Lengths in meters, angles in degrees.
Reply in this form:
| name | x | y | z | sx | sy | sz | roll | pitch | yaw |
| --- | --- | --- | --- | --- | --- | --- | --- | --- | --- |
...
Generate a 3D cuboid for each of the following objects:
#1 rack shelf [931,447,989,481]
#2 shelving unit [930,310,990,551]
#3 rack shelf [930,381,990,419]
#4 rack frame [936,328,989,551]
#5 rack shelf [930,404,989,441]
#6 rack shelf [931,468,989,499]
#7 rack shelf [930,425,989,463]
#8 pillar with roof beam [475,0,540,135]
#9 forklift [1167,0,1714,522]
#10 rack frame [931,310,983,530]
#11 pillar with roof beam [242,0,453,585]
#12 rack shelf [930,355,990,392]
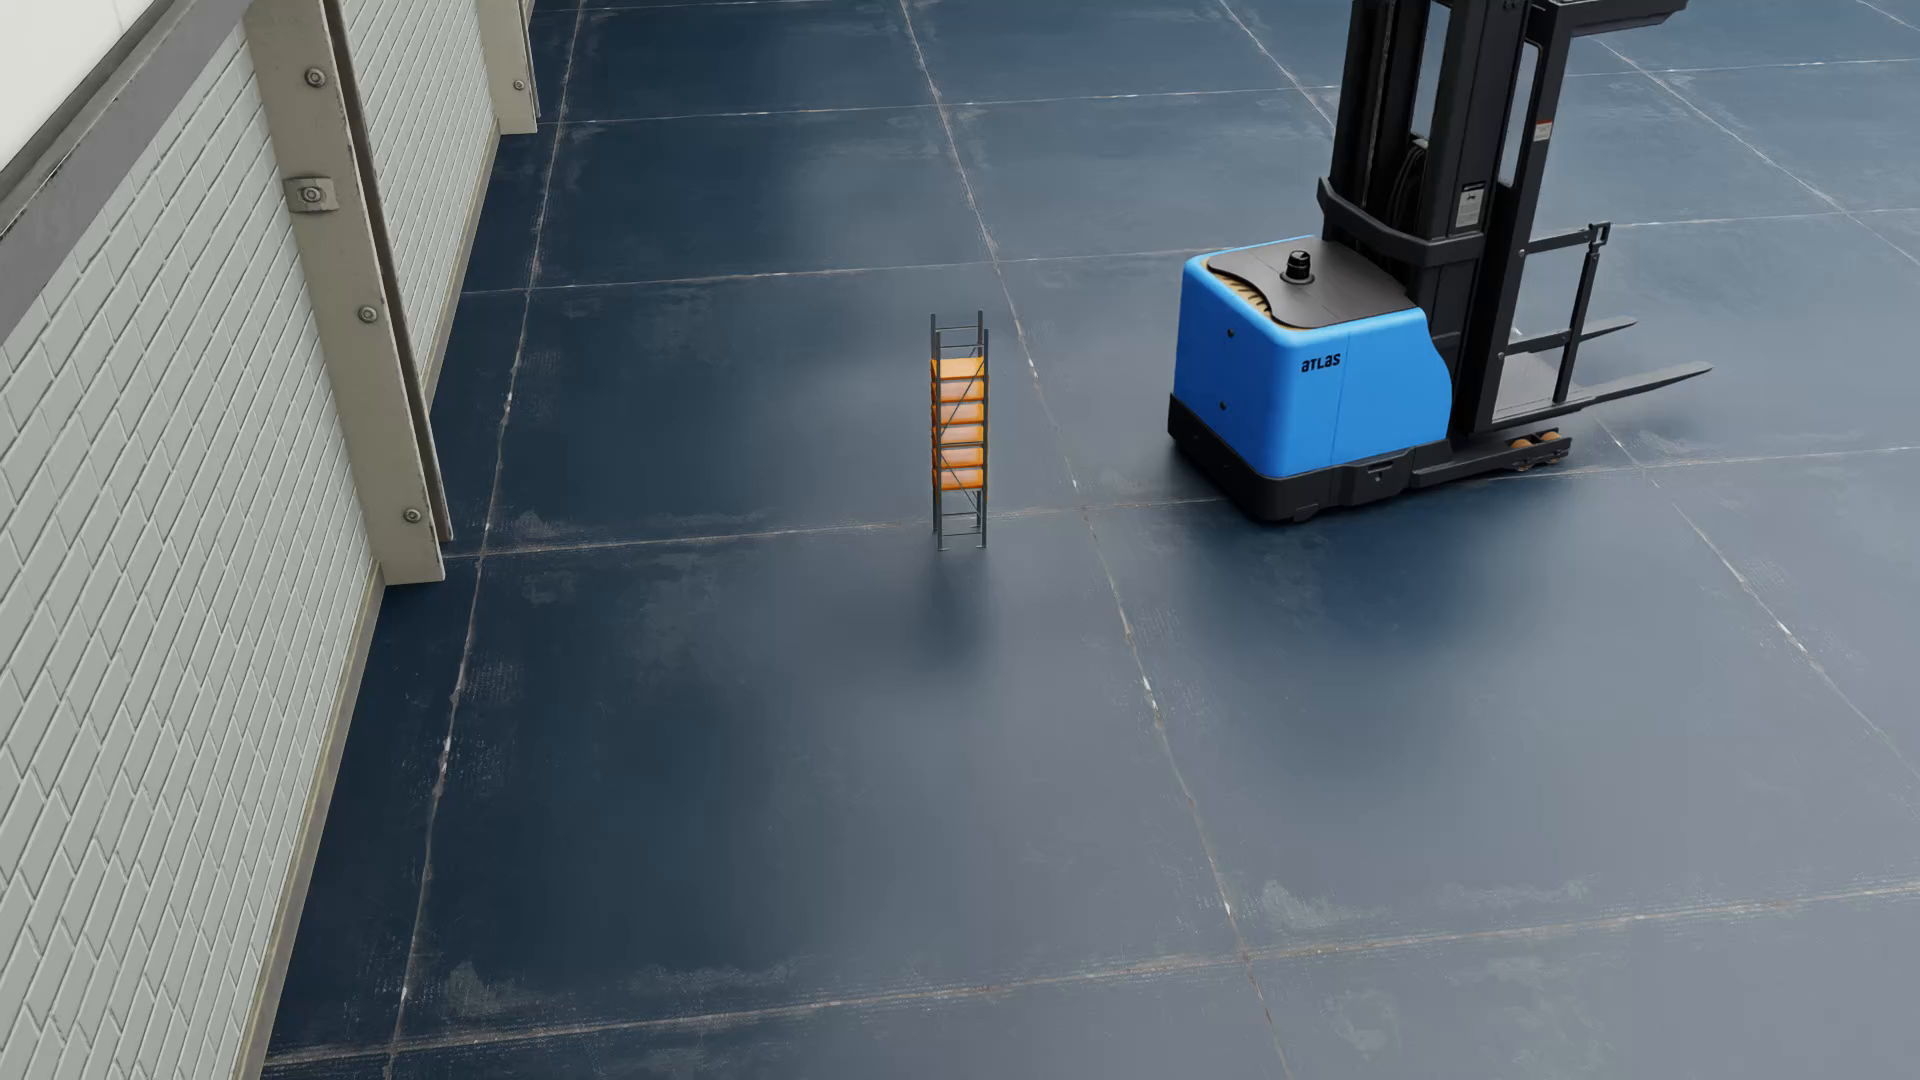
| name | x | y | z | sx | sy | sz | roll | pitch | yaw |
| --- | --- | --- | --- | --- | --- | --- | --- | --- | --- |
| rack shelf | -0.002 | -0.368 | 8.017 | 0.258 | 0.103 | 0.180 | -4 | 35 | -6 |
| shelving unit | -0.002 | -0.504 | 7.924 | 0.258 | 1.200 | 0.189 | -4 | 35 | -6 |
| rack shelf | -0.002 | -0.665 | 7.814 | 0.258 | 0.103 | 0.180 | -4 | 35 | -6 |
| rack frame | 0.010 | -0.453 | 7.849 | 0.240 | 1.200 | 0.006 | -4 | 35 | -6 |
| rack shelf | -0.002 | -0.566 | 7.881 | 0.258 | 0.103 | 0.180 | -4 | 35 | -6 |
| rack shelf | -0.002 | -0.269 | 8.084 | 0.258 | 0.103 | 0.180 | -4 | 35 | -6 |
| rack shelf | -0.002 | -0.467 | 7.949 | 0.258 | 0.103 | 0.180 | -4 | 35 | -6 |
| pillar with roof beam | 0.808 | -7.297 | 10.967 | 9.100 | 9.000 | 0.400 | -4 | 35 | -6 |
| forklift | 2.686 | -1.834 | 8.339 | 3.031 | 2.935 | 1.130 | -13 | 37 | -19 |
| rack frame | -0.014 | -0.555 | 7.999 | 0.240 | 1.200 | 0.006 | -4 | 35 | -6 |
| pillar with roof beam | 1.615 | -3.949 | 6.054 | 9.100 | 9.000 | 0.400 | -4 | 35 | -6 |
| rack shelf | -0.002 | -0.765 | 7.746 | 0.258 | 0.103 | 0.180 | -4 | 35 | -6 |
